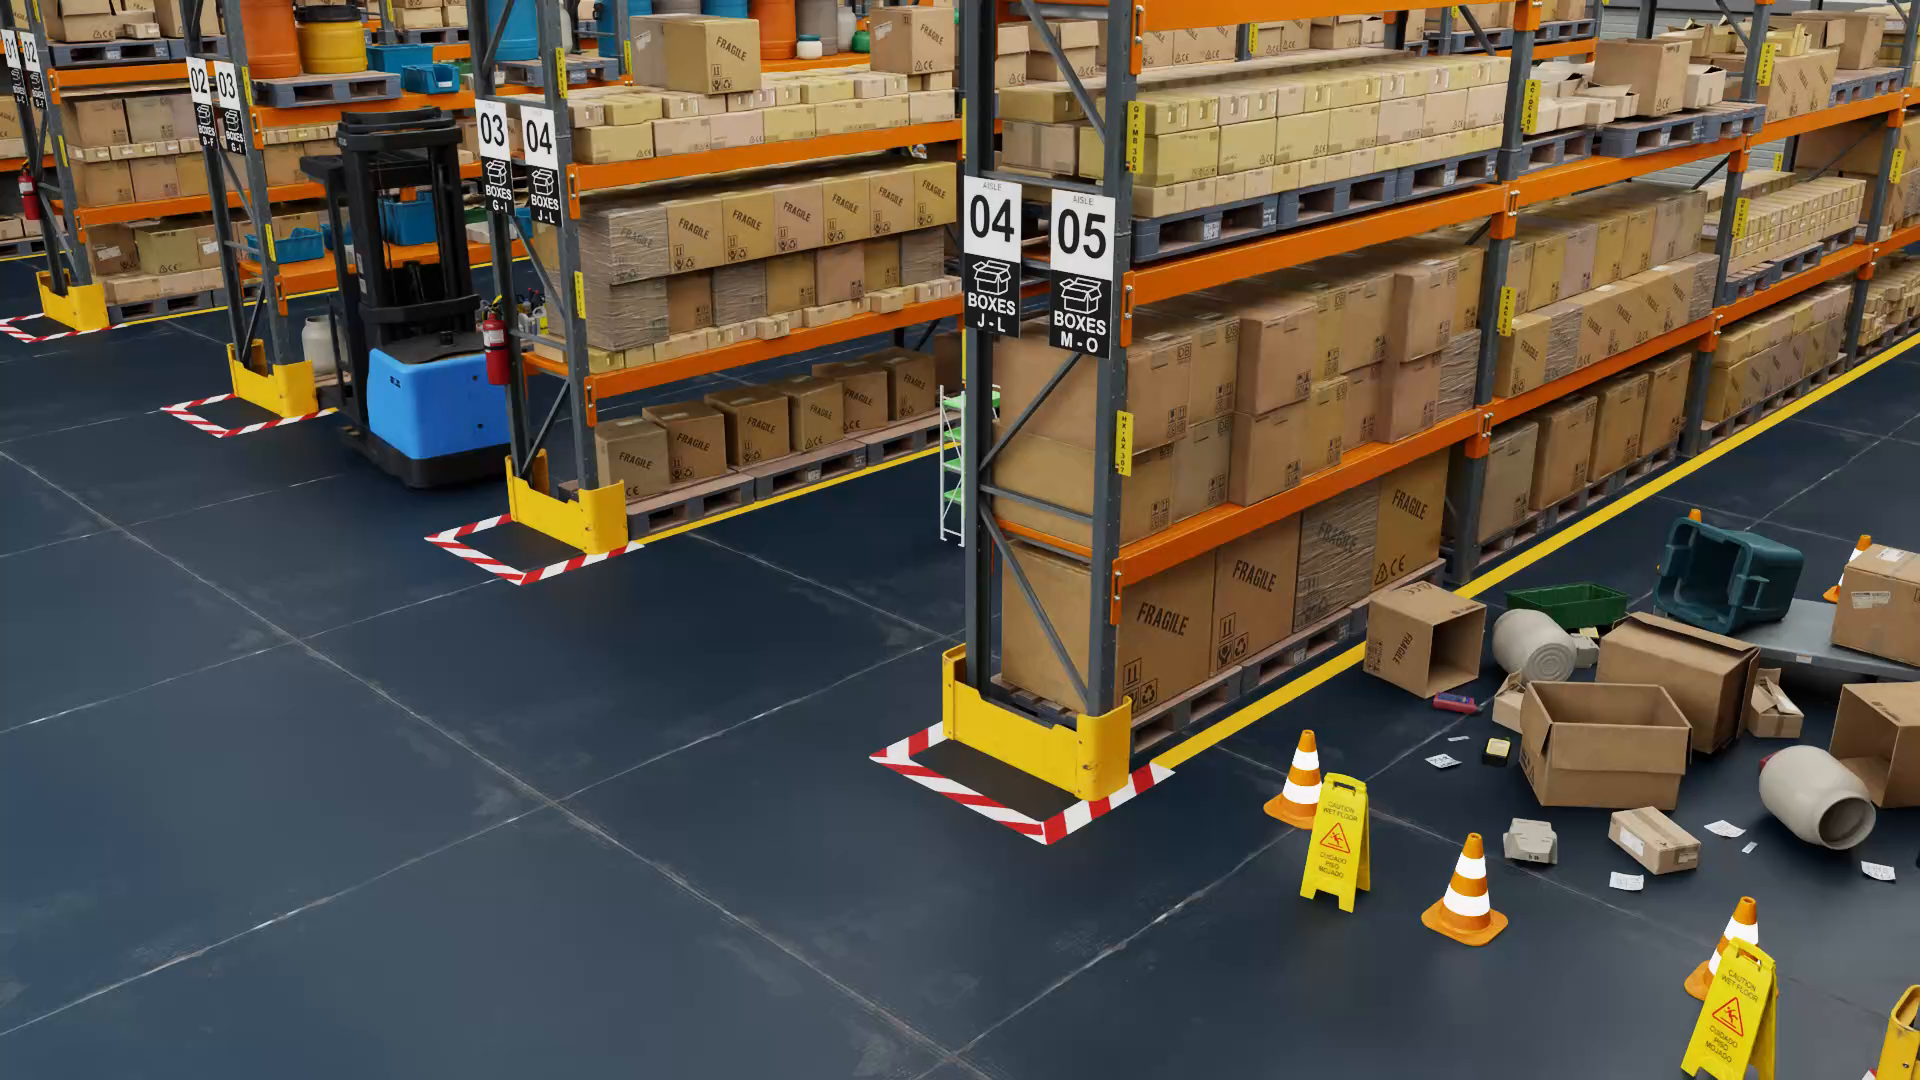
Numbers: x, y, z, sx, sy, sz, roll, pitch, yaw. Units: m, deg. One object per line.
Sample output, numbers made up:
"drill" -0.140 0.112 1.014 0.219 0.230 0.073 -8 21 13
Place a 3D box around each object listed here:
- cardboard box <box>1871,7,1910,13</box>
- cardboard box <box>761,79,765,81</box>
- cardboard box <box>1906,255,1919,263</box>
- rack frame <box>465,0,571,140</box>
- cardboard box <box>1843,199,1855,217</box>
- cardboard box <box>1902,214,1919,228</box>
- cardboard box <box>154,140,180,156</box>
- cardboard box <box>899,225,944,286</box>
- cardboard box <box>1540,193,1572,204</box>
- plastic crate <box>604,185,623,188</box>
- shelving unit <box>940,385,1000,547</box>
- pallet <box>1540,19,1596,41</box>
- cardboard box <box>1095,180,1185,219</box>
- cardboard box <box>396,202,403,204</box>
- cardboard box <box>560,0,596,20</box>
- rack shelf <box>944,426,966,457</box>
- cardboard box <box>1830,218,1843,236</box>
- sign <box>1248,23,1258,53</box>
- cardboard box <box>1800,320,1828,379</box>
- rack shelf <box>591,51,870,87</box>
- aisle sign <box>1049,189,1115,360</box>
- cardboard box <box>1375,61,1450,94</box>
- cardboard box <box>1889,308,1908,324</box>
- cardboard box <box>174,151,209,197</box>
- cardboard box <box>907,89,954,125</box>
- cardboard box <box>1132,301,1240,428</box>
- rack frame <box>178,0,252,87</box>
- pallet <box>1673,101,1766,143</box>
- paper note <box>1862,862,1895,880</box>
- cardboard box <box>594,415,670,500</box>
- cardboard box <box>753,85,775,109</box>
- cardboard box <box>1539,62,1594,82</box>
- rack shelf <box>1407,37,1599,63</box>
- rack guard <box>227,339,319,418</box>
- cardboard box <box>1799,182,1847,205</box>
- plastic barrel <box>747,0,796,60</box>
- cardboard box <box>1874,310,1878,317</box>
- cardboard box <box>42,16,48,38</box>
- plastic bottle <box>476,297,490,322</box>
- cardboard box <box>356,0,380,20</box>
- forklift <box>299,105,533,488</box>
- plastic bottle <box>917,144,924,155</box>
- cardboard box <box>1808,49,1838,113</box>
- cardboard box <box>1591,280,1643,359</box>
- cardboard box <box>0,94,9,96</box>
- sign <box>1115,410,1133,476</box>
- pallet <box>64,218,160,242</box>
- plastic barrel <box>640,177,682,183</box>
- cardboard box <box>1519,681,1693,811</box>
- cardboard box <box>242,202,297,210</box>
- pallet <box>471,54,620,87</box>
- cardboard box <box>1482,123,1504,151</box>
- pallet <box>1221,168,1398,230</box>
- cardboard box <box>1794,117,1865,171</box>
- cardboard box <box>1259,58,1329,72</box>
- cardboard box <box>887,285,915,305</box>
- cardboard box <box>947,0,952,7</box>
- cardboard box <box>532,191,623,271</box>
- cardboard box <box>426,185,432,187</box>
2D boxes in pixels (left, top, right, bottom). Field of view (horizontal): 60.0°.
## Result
"cardboard box" 9.868 -5.575 17.674 0.380 0.149 0.250 19 28 40
"cardboard box" -1.749 -3.569 13.152 0.250 0.149 0.380 -19 28 -41
"cardboard box" 11.186 -3.189 19.250 0.250 0.149 0.380 -20 28 -41
"rack frame" -3.054 -4.251 11.091 1.000 3.000 0.127 19 28 41
"cardboard box" 8.481 -3.265 16.240 0.380 0.149 0.250 19 28 41
"cardboard box" 9.924 -3.425 17.654 0.250 0.149 0.380 -20 28 -41
"cardboard box" -9.187 -4.524 19.120 0.380 0.149 0.250 19 28 40
"cardboard box" -0.622 -2.564 14.510 0.875 0.500 0.500 19 28 41
"cardboard box" 7.718 -4.583 22.693 0.875 0.875 0.875 19 28 41
"plastic crate" -3.694 -3.949 18.579 0.402 0.464 0.583 19 28 41
"shelving unit" 0.115 -0.603 12.470 0.258 1.200 0.503 19 28 41
"pallet" 7.597 -6.729 21.842 1.003 0.211 1.213 19 28 41
"cardboard box" 0.898 -1.716 8.304 0.380 0.149 0.250 20 28 41
"cardboard box" -7.282 -4.309 22.070 0.500 0.311 0.500 19 28 41
"cardboard box" -5.198 -7.243 22.681 0.500 0.250 0.500 -19 28 -41
"rack shelf" 0.115 -0.767 12.407 0.258 0.148 0.480 19 28 41
"cardboard box" 8.309 -3.064 16.131 0.380 0.149 0.250 19 28 40
"sign" 2.914 -5.012 16.532 0.100 0.325 0.005 19 28 41
"cardboard box" 8.106 -1.912 16.266 0.500 0.500 0.500 18 28 39
"rack shelf" -2.417 -5.297 18.996 1.077 0.370 4.000 19 28 41
"aisle sign" 0.594 -1.303 8.160 0.394 0.787 0.004 19 28 41
"cardboard box" 2.666 -2.742 9.860 0.250 0.149 0.380 -20 28 -41
"cardboard box" 10.160 -2.490 18.260 0.380 0.149 0.250 18 28 39
"cardboard box" -9.101 -4.356 19.589 0.700 0.500 0.500 19 28 41
"cardboard box" -0.395 -3.626 13.856 0.500 0.250 0.500 -19 28 -40
"cardboard box" 1.033 -1.007 9.300 0.875 0.550 0.550 19 28 41
"rack frame" -6.603 -5.490 14.316 1.000 3.000 0.127 19 28 41
"pallet" 5.599 -3.373 13.250 1.003 0.211 1.213 -19 28 -40
"paper note" 4.566 1.641 8.263 0.142 0.019 0.148 9 23 23
"cardboard box" -2.607 -0.636 12.947 0.500 0.500 0.500 -14 25 -32
"cardboard box" -1.624 -3.381 12.663 0.380 0.149 0.250 19 28 40
"cardboard box" 4.639 -3.449 12.585 0.500 0.311 0.500 19 28 40
"rack shelf" 6.712 -6.113 21.121 1.077 0.370 4.000 19 28 41
"rack guard" -6.584 -1.554 15.922 1.175 0.500 0.348 19 28 41
"cardboard box" 8.291 -3.337 16.011 0.380 0.149 0.250 18 27 39
"plastic barrel" -2.207 -6.022 19.282 0.600 0.830 0.708 19 28 41
"cardboard box" 9.539 -2.444 17.726 0.380 0.149 0.250 19 28 40
"cardboard box" -12.171 -7.056 22.402 0.500 0.500 0.500 -18 27 -39
"plastic bottle" -5.101 -2.426 17.783 0.144 0.351 0.185 19 28 40
"cardboard box" -9.091 -8.374 25.827 0.637 0.503 0.797 -15 26 -35
"forklift" -4.879 -2.254 14.353 1.130 2.935 3.031 -15 26 -34
"plastic bottle" -0.520 -5.082 21.794 0.097 0.271 0.097 0 21 0
"cardboard box" 7.287 -4.027 14.549 0.500 0.500 0.500 19 28 41
"cardboard box" 4.836 -1.714 12.713 0.500 0.500 0.500 -20 28 -41
"cardboard box" -13.167 -5.760 22.516 0.500 0.500 0.500 -20 29 -41
"sign" 0.822 -0.484 8.335 0.100 0.325 0.005 19 28 41
"pallet" -12.205 -4.399 23.727 1.003 0.211 1.213 19 28 41
"plastic barrel" -3.326 -3.976 18.038 0.600 0.901 0.708 19 28 41
"cardboard box" 3.457 1.110 8.985 0.797 0.503 0.637 2 21 4
"cardboard box" -8.604 -3.924 20.803 0.500 0.500 0.500 19 28 41
"pallet" -4.246 -4.820 17.017 1.213 0.211 1.003 19 28 41
"cardboard box" 3.194 -2.563 10.506 0.380 0.149 0.250 19 28 40
"pallet" 1.790 -2.050 9.670 1.003 0.211 1.213 19 28 41
"cardboard box" 8.934 -4.108 17.135 0.500 0.500 0.500 18 27 39
"cardboard box" 2.012 -2.838 10.110 0.380 0.149 0.250 20 28 41
"cardboard box" -0.602 -2.121 14.263 0.380 0.149 0.250 19 28 41
"cardboard box" -0.214 -8.794 27.300 0.500 0.250 0.500 19 28 41
"cardboard box" -2.848 -2.306 12.445 0.500 0.500 0.500 19 28 41
"cardboard box" -8.585 -6.066 27.048 0.500 0.500 0.700 -20 29 -41
